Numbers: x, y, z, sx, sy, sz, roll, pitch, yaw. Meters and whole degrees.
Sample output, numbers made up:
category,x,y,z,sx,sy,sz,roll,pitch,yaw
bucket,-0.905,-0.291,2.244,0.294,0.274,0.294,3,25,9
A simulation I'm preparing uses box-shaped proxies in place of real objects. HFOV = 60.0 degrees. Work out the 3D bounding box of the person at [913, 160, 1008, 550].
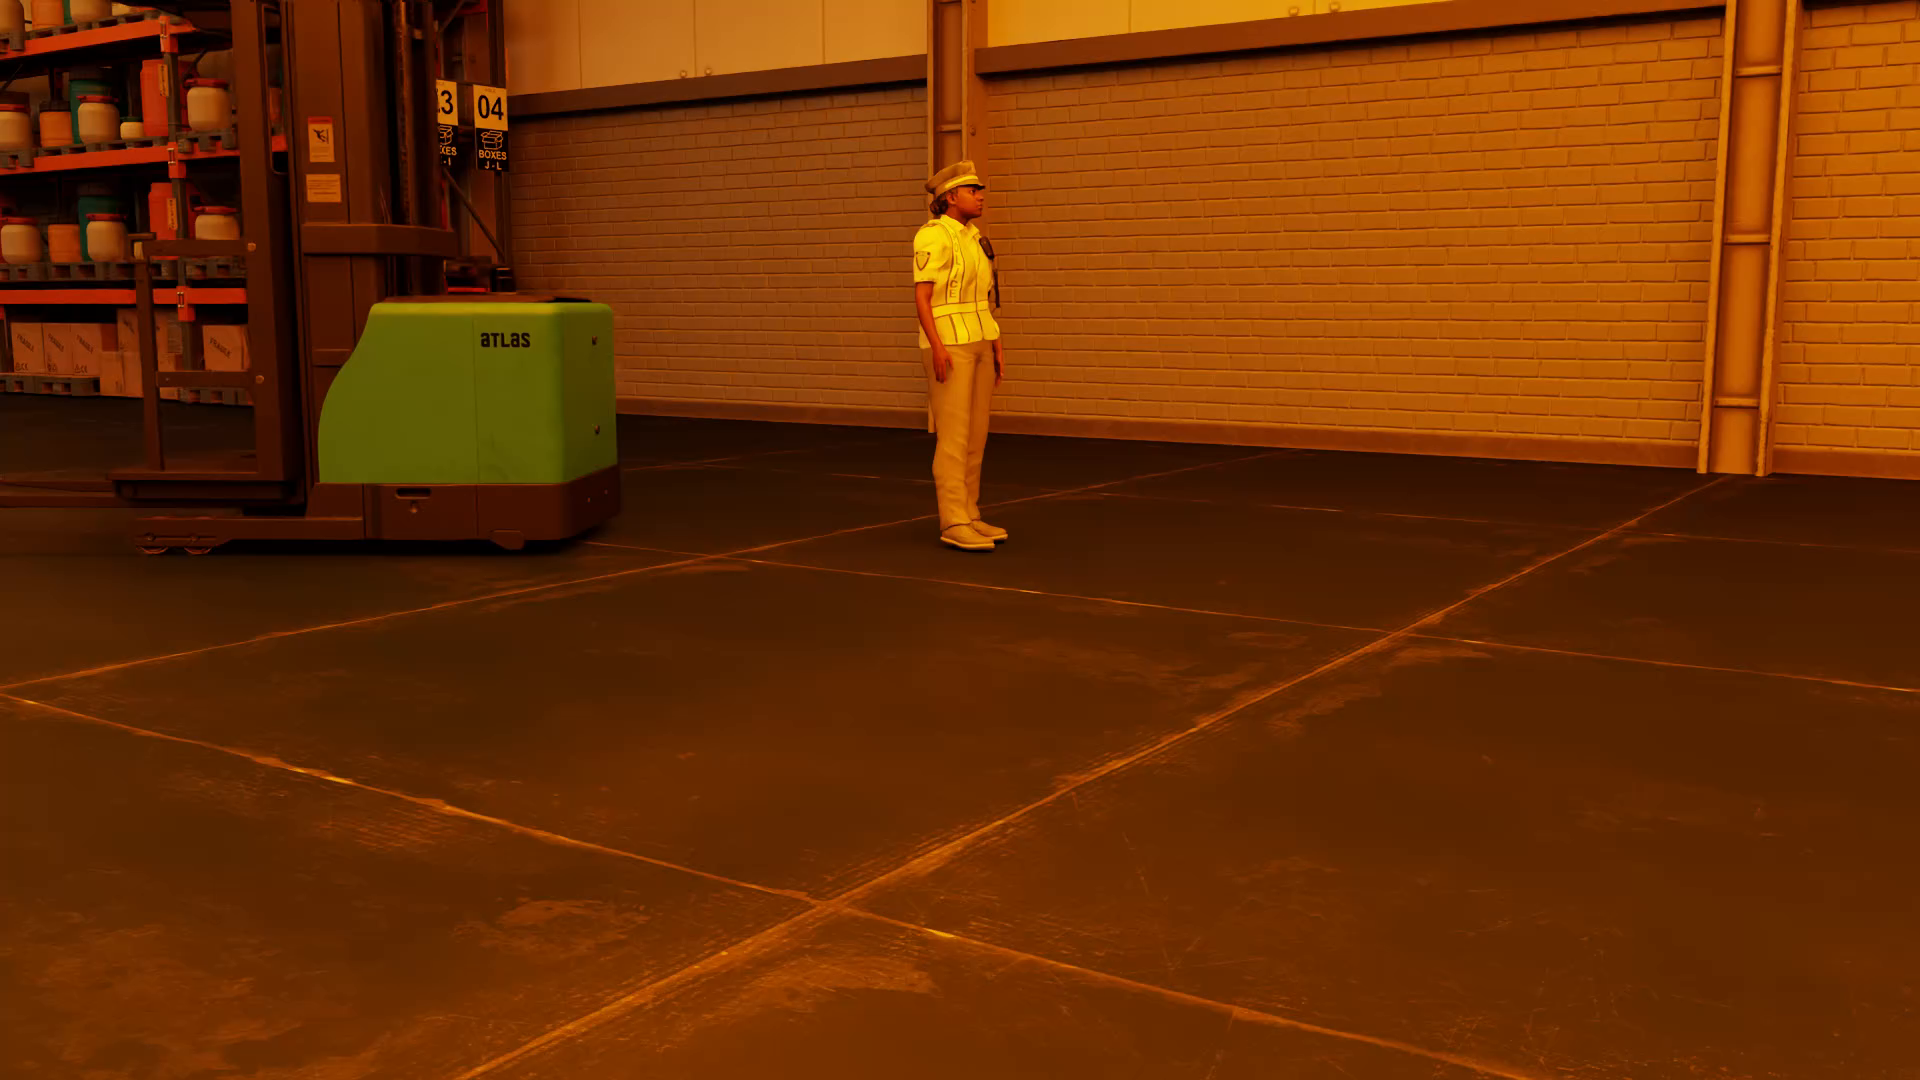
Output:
category,x,y,z,sx,sy,sz,roll,pitch,yaw
person,0.052,-0.838,7.426,0.528,1.697,0.570,5,10,34

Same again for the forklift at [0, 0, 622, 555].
category,x,y,z,sx,sy,sz,roll,pitch,yaw
forklift,-3.165,-1.461,7.468,3.031,2.935,1.130,0,8,3
